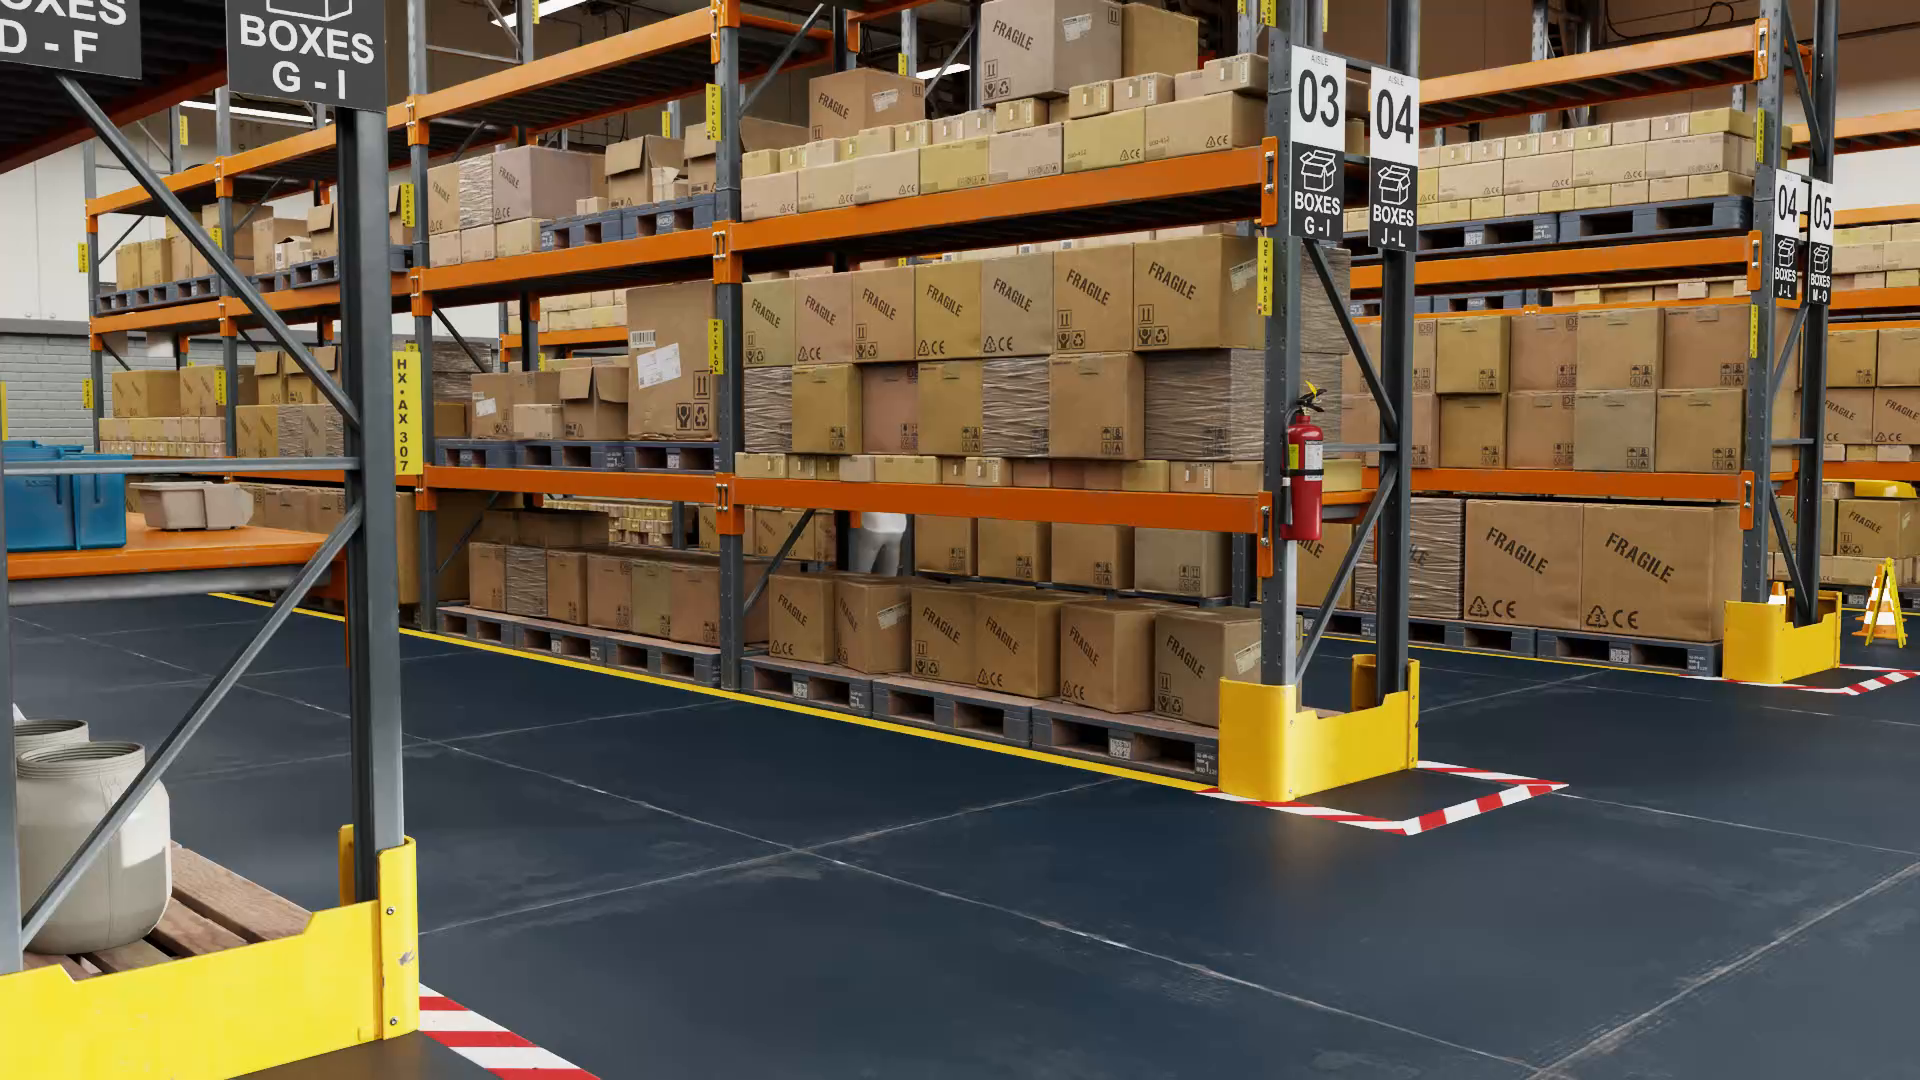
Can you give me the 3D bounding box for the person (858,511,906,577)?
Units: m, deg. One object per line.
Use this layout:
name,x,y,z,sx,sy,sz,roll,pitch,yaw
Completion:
person,-0.624,-0.084,11.951,0.434,1.749,0.572,4,5,44
